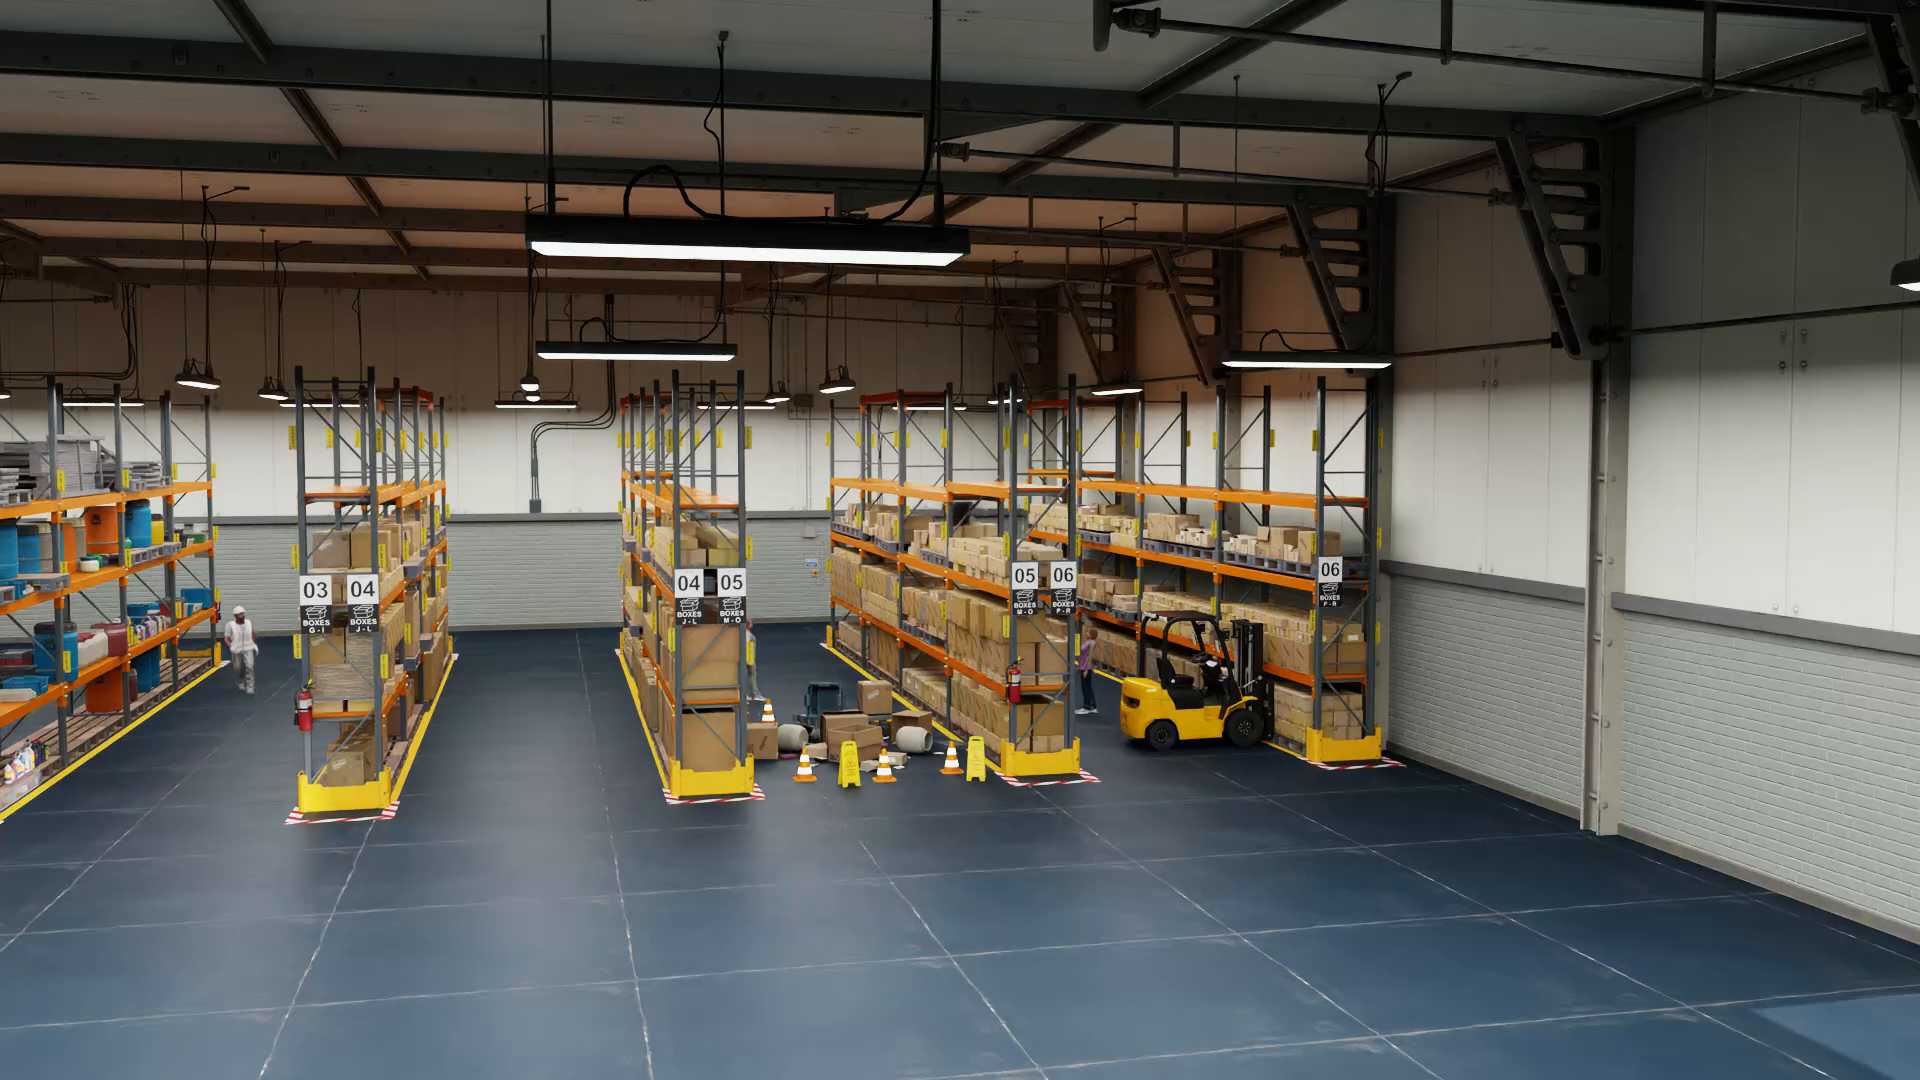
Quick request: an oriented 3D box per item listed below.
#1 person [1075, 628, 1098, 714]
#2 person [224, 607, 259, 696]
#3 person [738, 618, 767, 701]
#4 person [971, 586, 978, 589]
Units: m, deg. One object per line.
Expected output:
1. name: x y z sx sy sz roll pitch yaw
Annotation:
1. person: 2.309 2.400 30.539 0.412 1.575 0.483 1 3 11
2. person: -14.175 2.181 32.817 0.607 1.752 0.968 -1 4 -21
3. person: -4.017 2.302 32.059 0.534 1.603 0.484 -1 4 -18
4. person: 0.356 1.810 38.294 0.385 1.790 0.563 -2 4 -25
